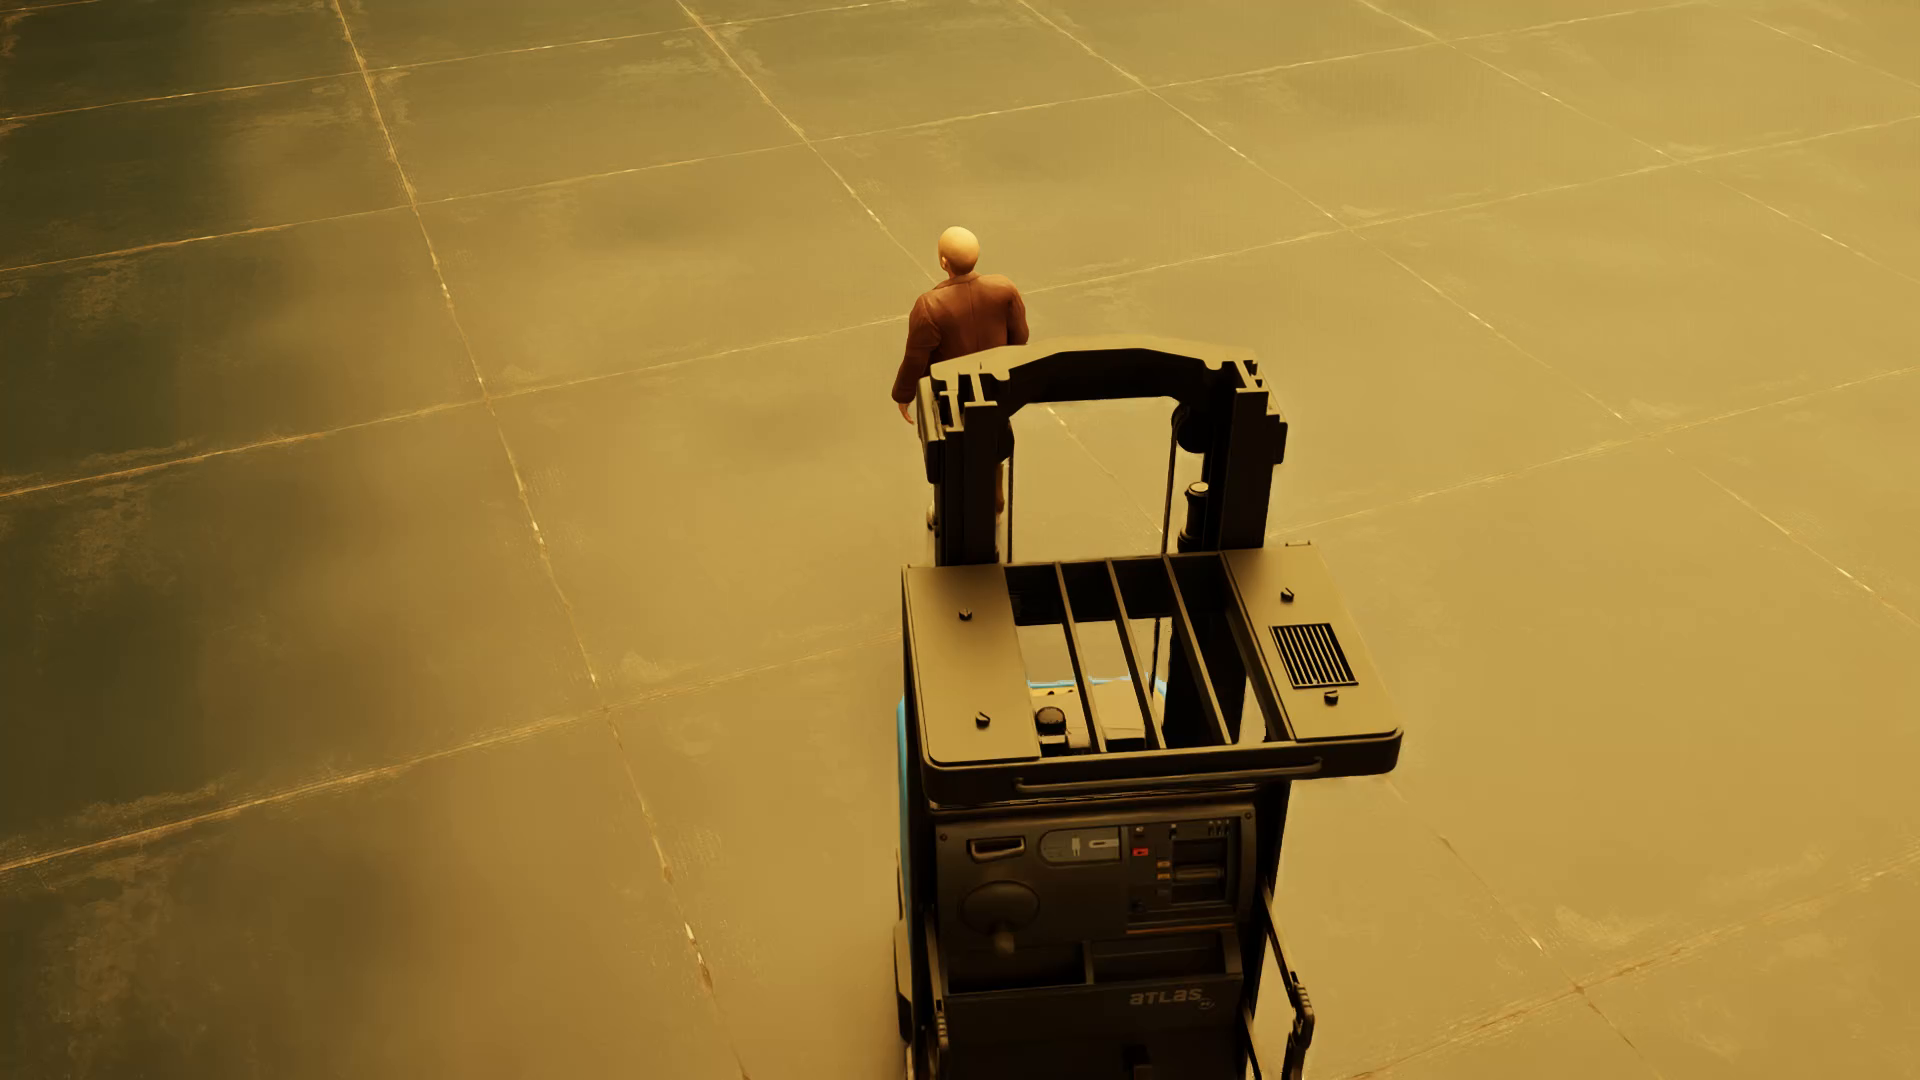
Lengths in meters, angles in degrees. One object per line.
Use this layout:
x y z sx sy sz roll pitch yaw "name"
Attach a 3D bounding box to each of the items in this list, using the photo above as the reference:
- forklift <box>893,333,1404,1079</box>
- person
0.418 1.043 4.632 1.130 2.935 3.031 -3 36 -5 "forklift"
-0.032 -0.780 8.179 0.696 1.778 0.579 -14 38 -19 "person"
